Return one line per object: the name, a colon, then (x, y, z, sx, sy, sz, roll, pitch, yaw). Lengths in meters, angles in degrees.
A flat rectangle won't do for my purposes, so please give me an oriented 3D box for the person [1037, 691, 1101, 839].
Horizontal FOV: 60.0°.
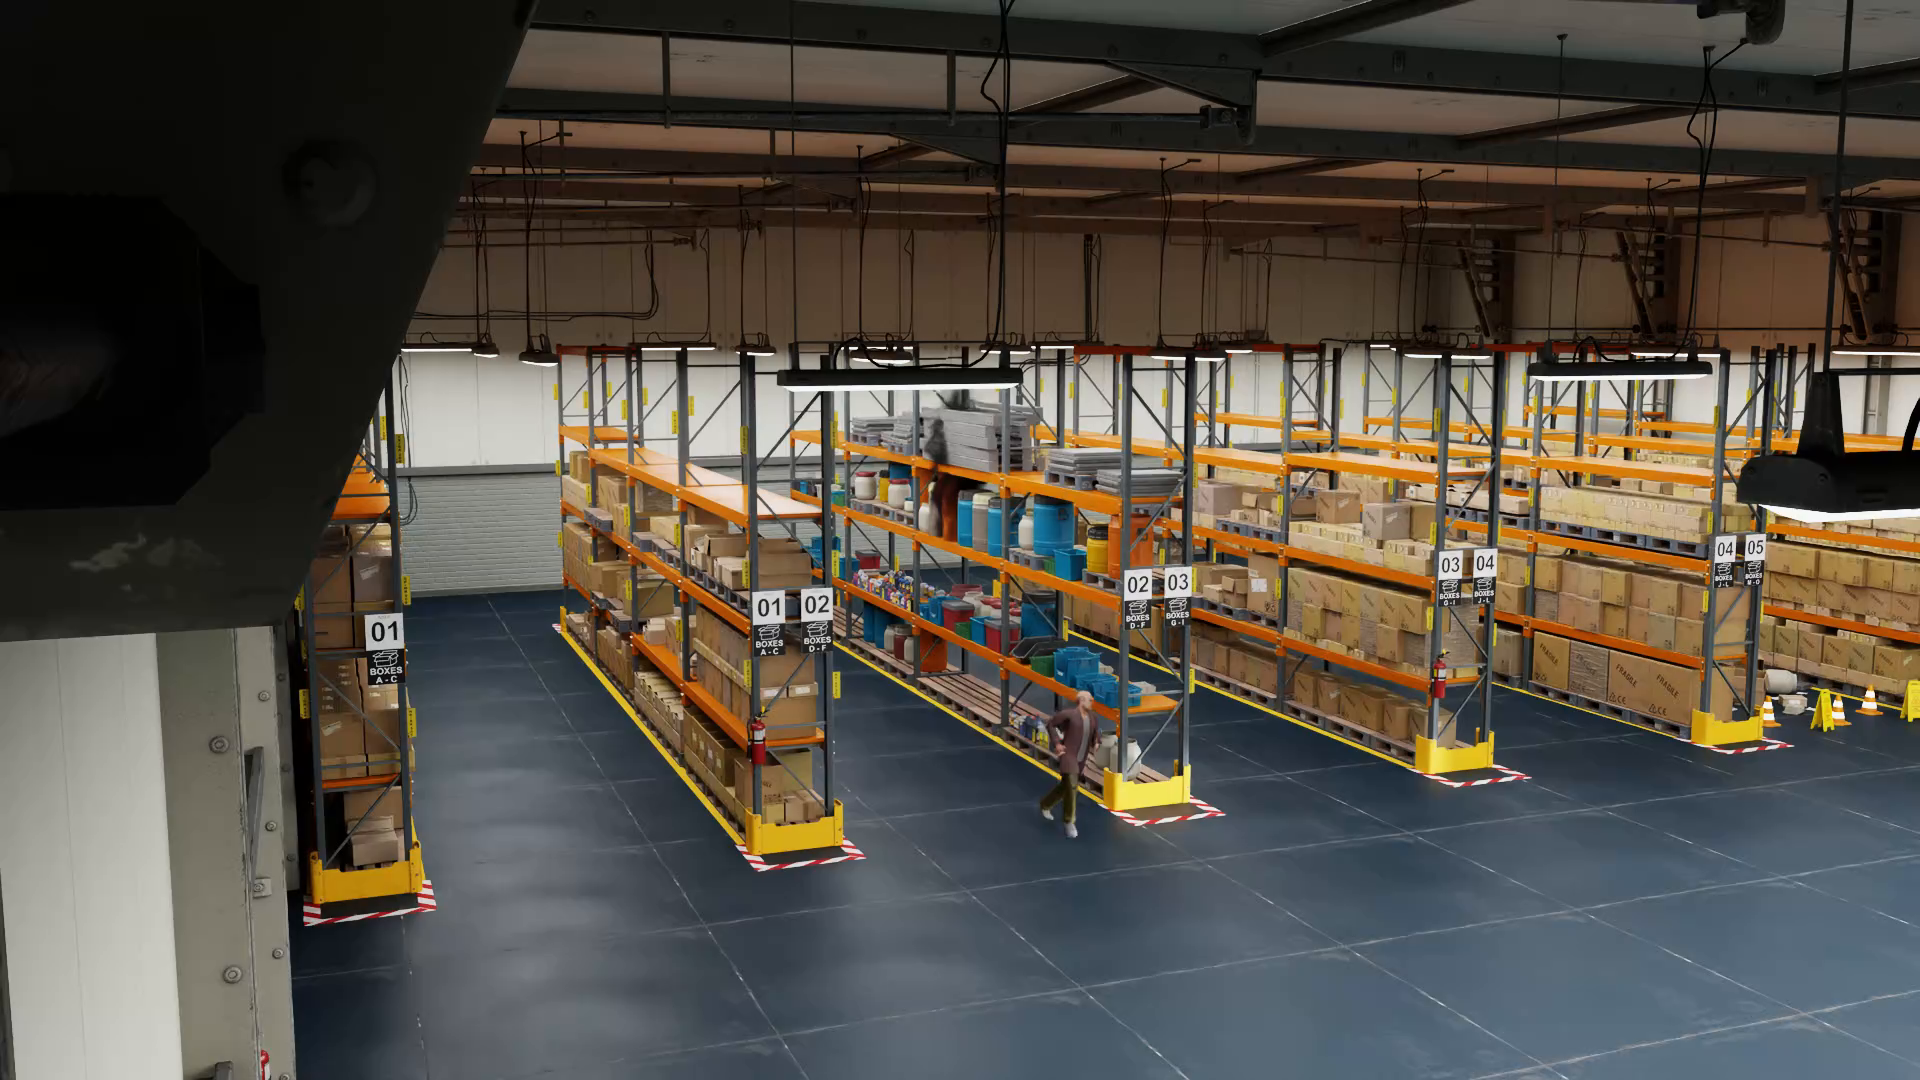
person: (1.421, 2.786, 21.235, 0.865, 1.750, 0.924, -7, 10, -42)
